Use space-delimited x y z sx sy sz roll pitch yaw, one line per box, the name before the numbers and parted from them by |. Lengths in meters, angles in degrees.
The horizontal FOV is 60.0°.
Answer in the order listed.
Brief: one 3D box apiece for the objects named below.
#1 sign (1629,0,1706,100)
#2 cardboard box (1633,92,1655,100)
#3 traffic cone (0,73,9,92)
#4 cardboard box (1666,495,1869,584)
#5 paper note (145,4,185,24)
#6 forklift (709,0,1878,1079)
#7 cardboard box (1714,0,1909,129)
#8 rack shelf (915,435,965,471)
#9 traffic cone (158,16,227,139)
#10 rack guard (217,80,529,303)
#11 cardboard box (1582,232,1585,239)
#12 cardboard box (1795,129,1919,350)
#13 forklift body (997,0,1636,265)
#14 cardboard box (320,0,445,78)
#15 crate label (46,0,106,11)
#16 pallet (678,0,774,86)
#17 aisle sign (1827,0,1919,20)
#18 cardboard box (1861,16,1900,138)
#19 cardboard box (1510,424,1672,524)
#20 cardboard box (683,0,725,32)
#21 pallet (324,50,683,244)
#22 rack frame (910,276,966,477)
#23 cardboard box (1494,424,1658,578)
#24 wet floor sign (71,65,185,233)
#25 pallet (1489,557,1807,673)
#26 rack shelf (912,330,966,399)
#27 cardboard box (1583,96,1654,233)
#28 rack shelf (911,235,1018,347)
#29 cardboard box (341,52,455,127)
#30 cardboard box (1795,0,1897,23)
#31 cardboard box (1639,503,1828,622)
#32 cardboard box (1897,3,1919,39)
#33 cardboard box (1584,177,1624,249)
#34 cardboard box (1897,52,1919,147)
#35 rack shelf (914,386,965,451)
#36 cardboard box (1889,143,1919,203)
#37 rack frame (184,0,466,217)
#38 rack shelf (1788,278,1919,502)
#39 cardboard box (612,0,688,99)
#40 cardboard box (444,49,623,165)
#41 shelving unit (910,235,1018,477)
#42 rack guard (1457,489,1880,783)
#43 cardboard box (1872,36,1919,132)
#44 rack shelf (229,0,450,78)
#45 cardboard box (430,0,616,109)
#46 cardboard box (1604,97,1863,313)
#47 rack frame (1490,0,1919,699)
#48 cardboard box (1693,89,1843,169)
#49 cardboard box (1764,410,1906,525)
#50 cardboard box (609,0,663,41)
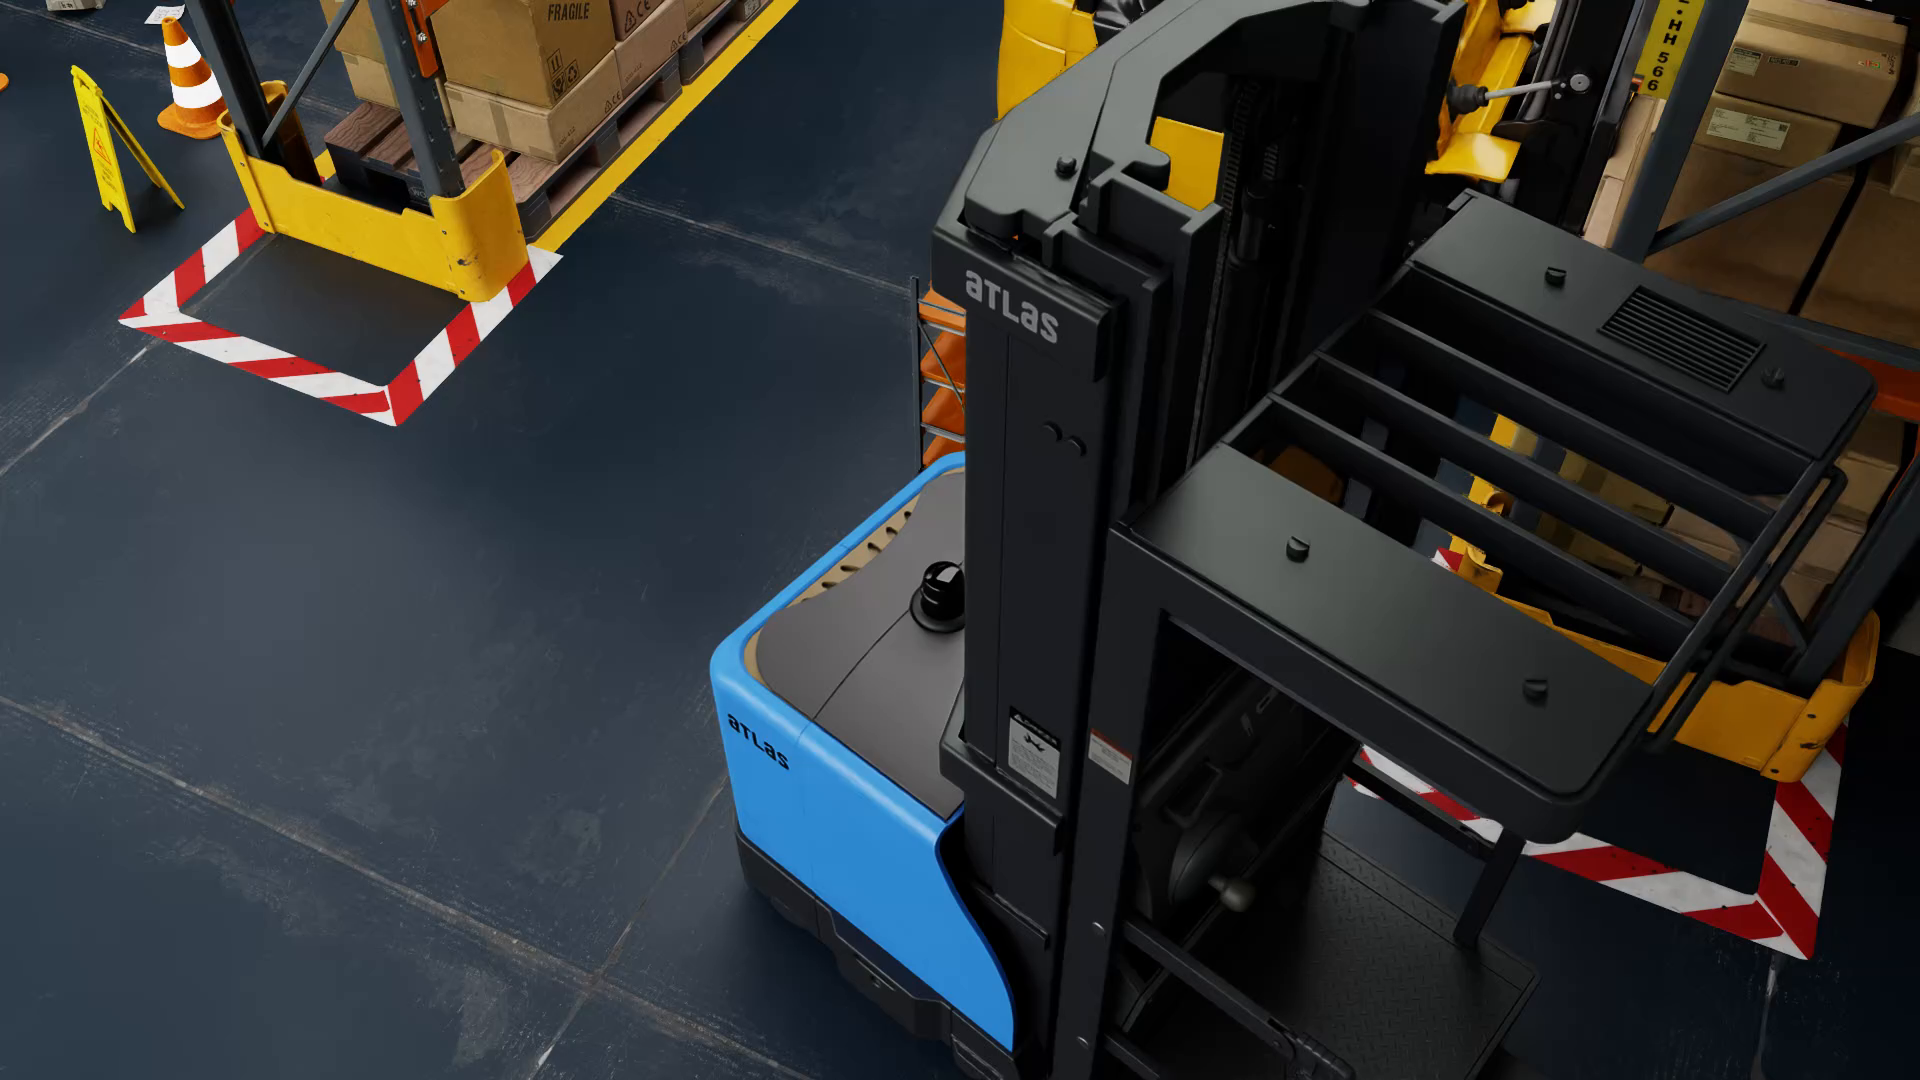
sign | 1.652 -1.171 3.861 0.100 0.325 0.005 20 52 16
cardboard box | 2.695 -1.571 5.991 0.500 0.250 0.500 19 52 15
traffic cone | -4.484 -2.166 7.289 0.336 0.463 0.334 20 52 16
cardboard box | 2.526 -0.196 5.149 0.500 0.250 0.500 21 53 17
paper note | -3.748 -2.482 7.842 0.148 0.019 0.142 4 50 3
forklift | 0.809 0.485 3.413 3.031 2.935 1.130 33 57 25
cardboard box | 2.100 -1.187 4.104 0.380 0.149 0.250 20 52 16
rack shelf | 0.071 -0.331 5.592 0.258 0.148 0.480 20 52 16
traffic cone | -3.335 -2.039 7.181 0.336 0.463 0.334 20 52 16
rack guard | -2.320 -1.388 6.603 1.175 0.500 0.348 20 52 16
cardboard box | 2.488 -1.081 5.902 0.500 0.250 0.500 19 52 15
cardboard box | 2.600 -0.816 4.409 0.500 0.500 0.500 21 53 17
forklift body | 1.298 -2.157 6.173 2.313 2.155 1.214 20 52 16
cardboard box | -2.246 -2.270 6.749 0.500 0.500 0.500 20 53 16
crate label | -4.204 -2.622 7.891 0.250 0.136 0.298 -4 50 -3
pallet | -1.418 -2.679 7.891 1.003 0.211 1.213 20 52 16
aisle sign | 1.843 -1.426 3.287 0.394 0.787 0.004 20 52 16
cardboard box | 2.802 -1.182 4.721 0.500 0.500 0.500 21 53 17
cardboard box | 2.062 -0.377 5.303 0.500 0.250 0.500 19 52 16
cardboard box | -1.311 -2.585 7.510 0.500 0.250 0.500 23 53 18
pallet | -1.941 -1.842 7.179 1.003 0.211 1.213 20 52 16
rack frame | -0.034 -0.335 5.247 0.240 1.200 0.015 20 52 16
cardboard box | 2.052 -0.204 5.484 0.500 0.250 0.500 20 53 16
wet floor sign | -3.401 -1.600 6.688 0.232 0.644 0.267 -37 59 -27
pallet | 2.426 -0.170 5.756 1.003 0.211 1.213 20 52 16
rack shelf | 0.071 -0.604 5.271 0.258 0.148 0.480 20 52 16
cardboard box | 2.471 -1.225 5.696 0.500 0.250 0.500 20 53 17
rack shelf | 0.071 -0.758 5.091 0.258 0.148 0.480 20 52 16
cardboard box | -2.240 -2.051 7.055 0.500 0.250 0.500 20 52 16
cardboard box | 2.177 -1.367 4.257 0.380 0.149 0.250 20 52 16
cardboard box | 2.524 -0.053 5.355 0.500 0.250 0.500 20 52 16
cardboard box | 2.679 -1.288 4.385 0.380 0.149 0.250 19 52 15
cardboard box | 2.265 -0.874 5.397 0.500 0.250 0.500 21 53 17
cardboard box | 2.474 -1.034 3.973 0.380 0.149 0.250 19 52 15
rack shelf | 0.071 -0.459 5.441 0.258 0.148 0.480 20 52 16
cardboard box | 2.517 -0.925 4.076 0.380 0.149 0.250 19 52 15
rack frame | -2.352 -2.145 5.606 1.000 3.000 0.127 20 52 16
rack shelf | 2.992 -1.677 5.680 1.077 0.370 4.000 20 52 16
cardboard box | -1.533 -2.205 7.186 0.500 0.250 0.500 22 53 17
cardboard box | -1.758 -1.856 6.889 0.500 0.250 0.500 19 52 16
shelving unit | 0.071 -0.503 5.390 0.258 1.200 0.503 20 52 16
rack guard | 2.127 0.294 5.172 1.175 0.500 0.348 20 52 16
cardboard box | 2.564 -1.115 4.238 0.380 0.149 0.250 20 52 16
rack shelf | -1.498 -3.289 7.052 1.077 0.370 4.000 20 52 16
cardboard box | -1.748 -2.116 6.618 0.500 0.500 0.500 18 52 15
cardboard box | 2.110 -0.990 4.557 0.500 0.500 0.500 19 52 15
rack frame | 2.137 -0.533 4.234 1.000 3.000 0.127 20 52 16
cardboard box | 2.032 -1.105 4.230 0.380 0.149 0.250 21 53 17
cardboard box | 2.514 -0.371 4.970 0.500 0.250 0.500 19 52 16
cardboard box | -1.529 -2.477 6.925 0.500 0.500 0.500 18 52 15
